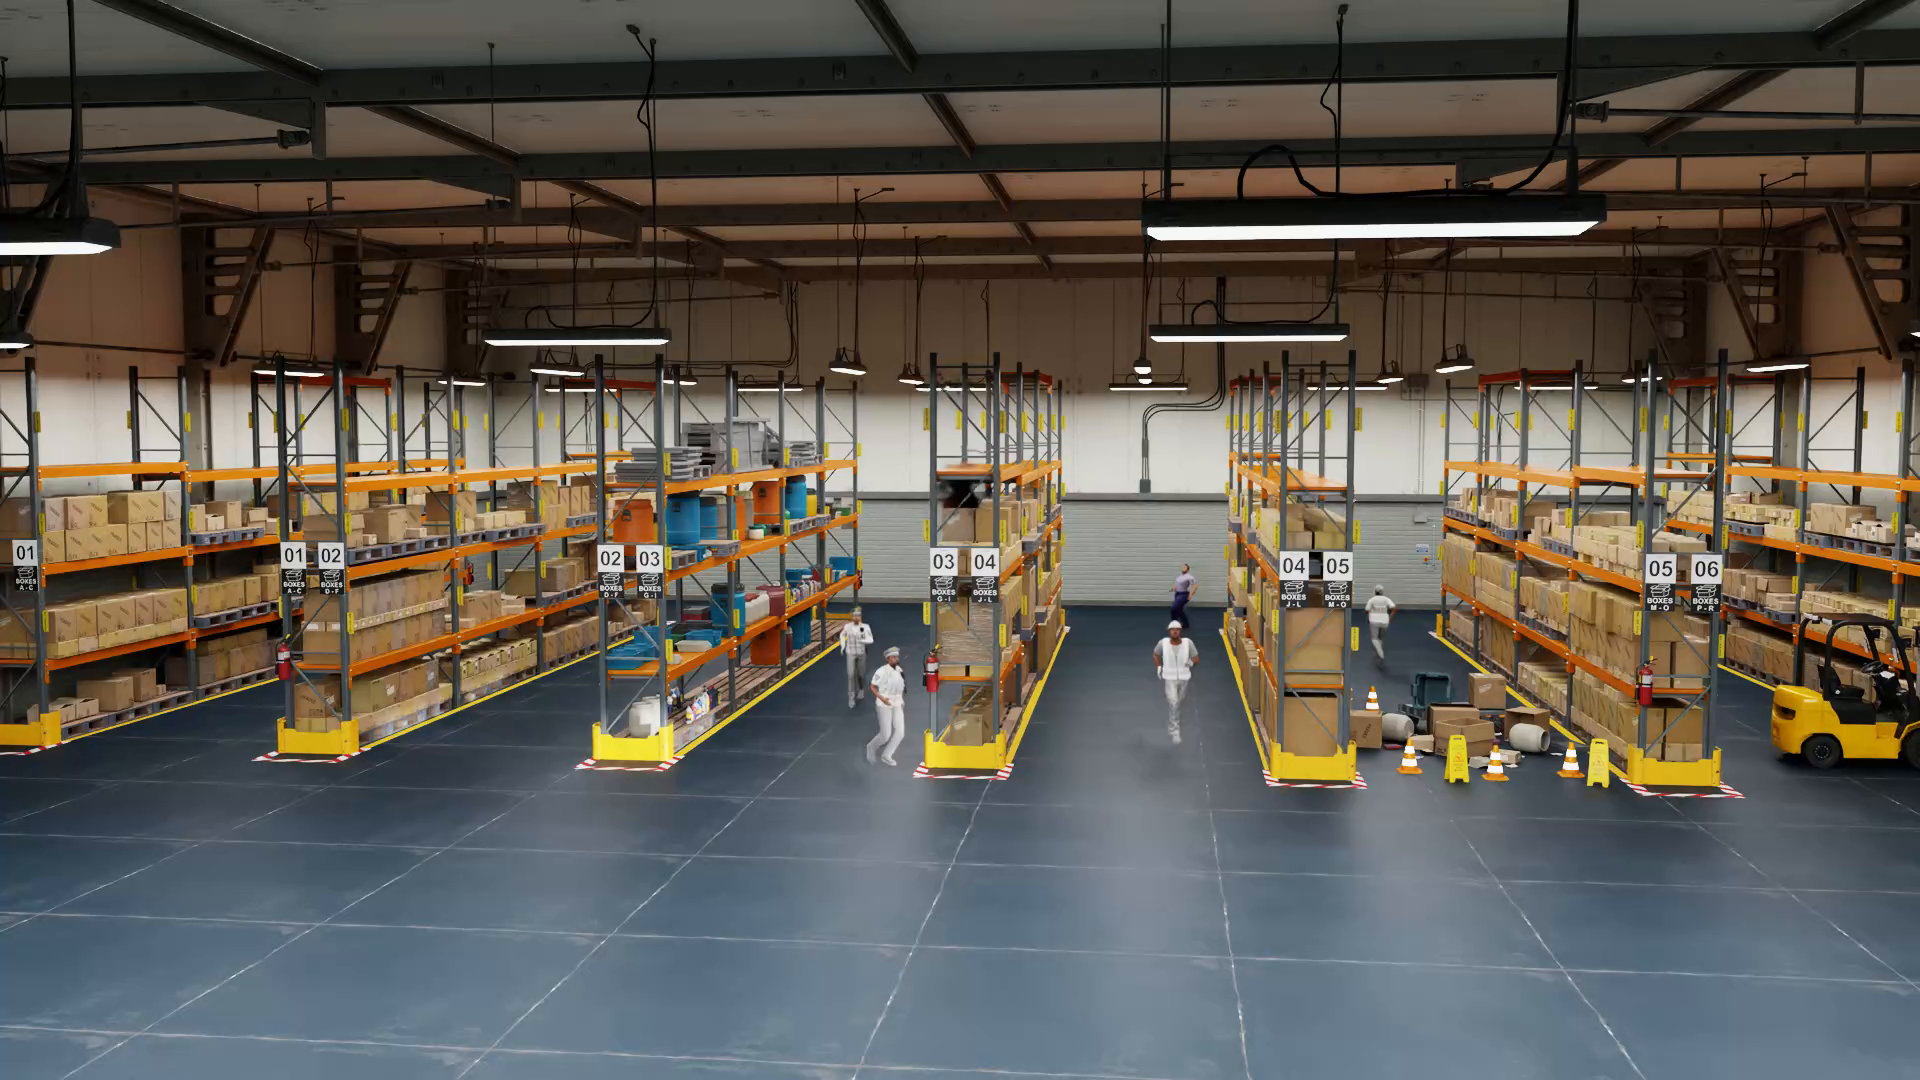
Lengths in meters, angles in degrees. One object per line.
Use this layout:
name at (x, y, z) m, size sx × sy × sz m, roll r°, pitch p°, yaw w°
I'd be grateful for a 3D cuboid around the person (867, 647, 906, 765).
person at (-0.981, 2.301, 23.132) m, size 0.595 × 1.658 × 0.612 m, roll -3°, pitch 5°, yaw -38°

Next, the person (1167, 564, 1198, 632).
person at (5.295, 1.395, 39.884) m, size 0.676 × 1.657 × 0.648 m, roll -1°, pitch 4°, yaw -18°

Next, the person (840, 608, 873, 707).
person at (-1.835, 2.047, 29.483) m, size 0.599 × 1.708 × 0.841 m, roll 0°, pitch 4°, yaw -2°

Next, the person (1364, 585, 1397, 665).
person at (8.577, 1.742, 34.087) m, size 0.601 × 1.663 × 0.937 m, roll -1°, pitch 4°, yaw -10°

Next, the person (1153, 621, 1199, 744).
person at (3.253, 2.108, 24.923) m, size 0.665 × 1.813 × 0.896 m, roll 0°, pitch 4°, yaw -3°
